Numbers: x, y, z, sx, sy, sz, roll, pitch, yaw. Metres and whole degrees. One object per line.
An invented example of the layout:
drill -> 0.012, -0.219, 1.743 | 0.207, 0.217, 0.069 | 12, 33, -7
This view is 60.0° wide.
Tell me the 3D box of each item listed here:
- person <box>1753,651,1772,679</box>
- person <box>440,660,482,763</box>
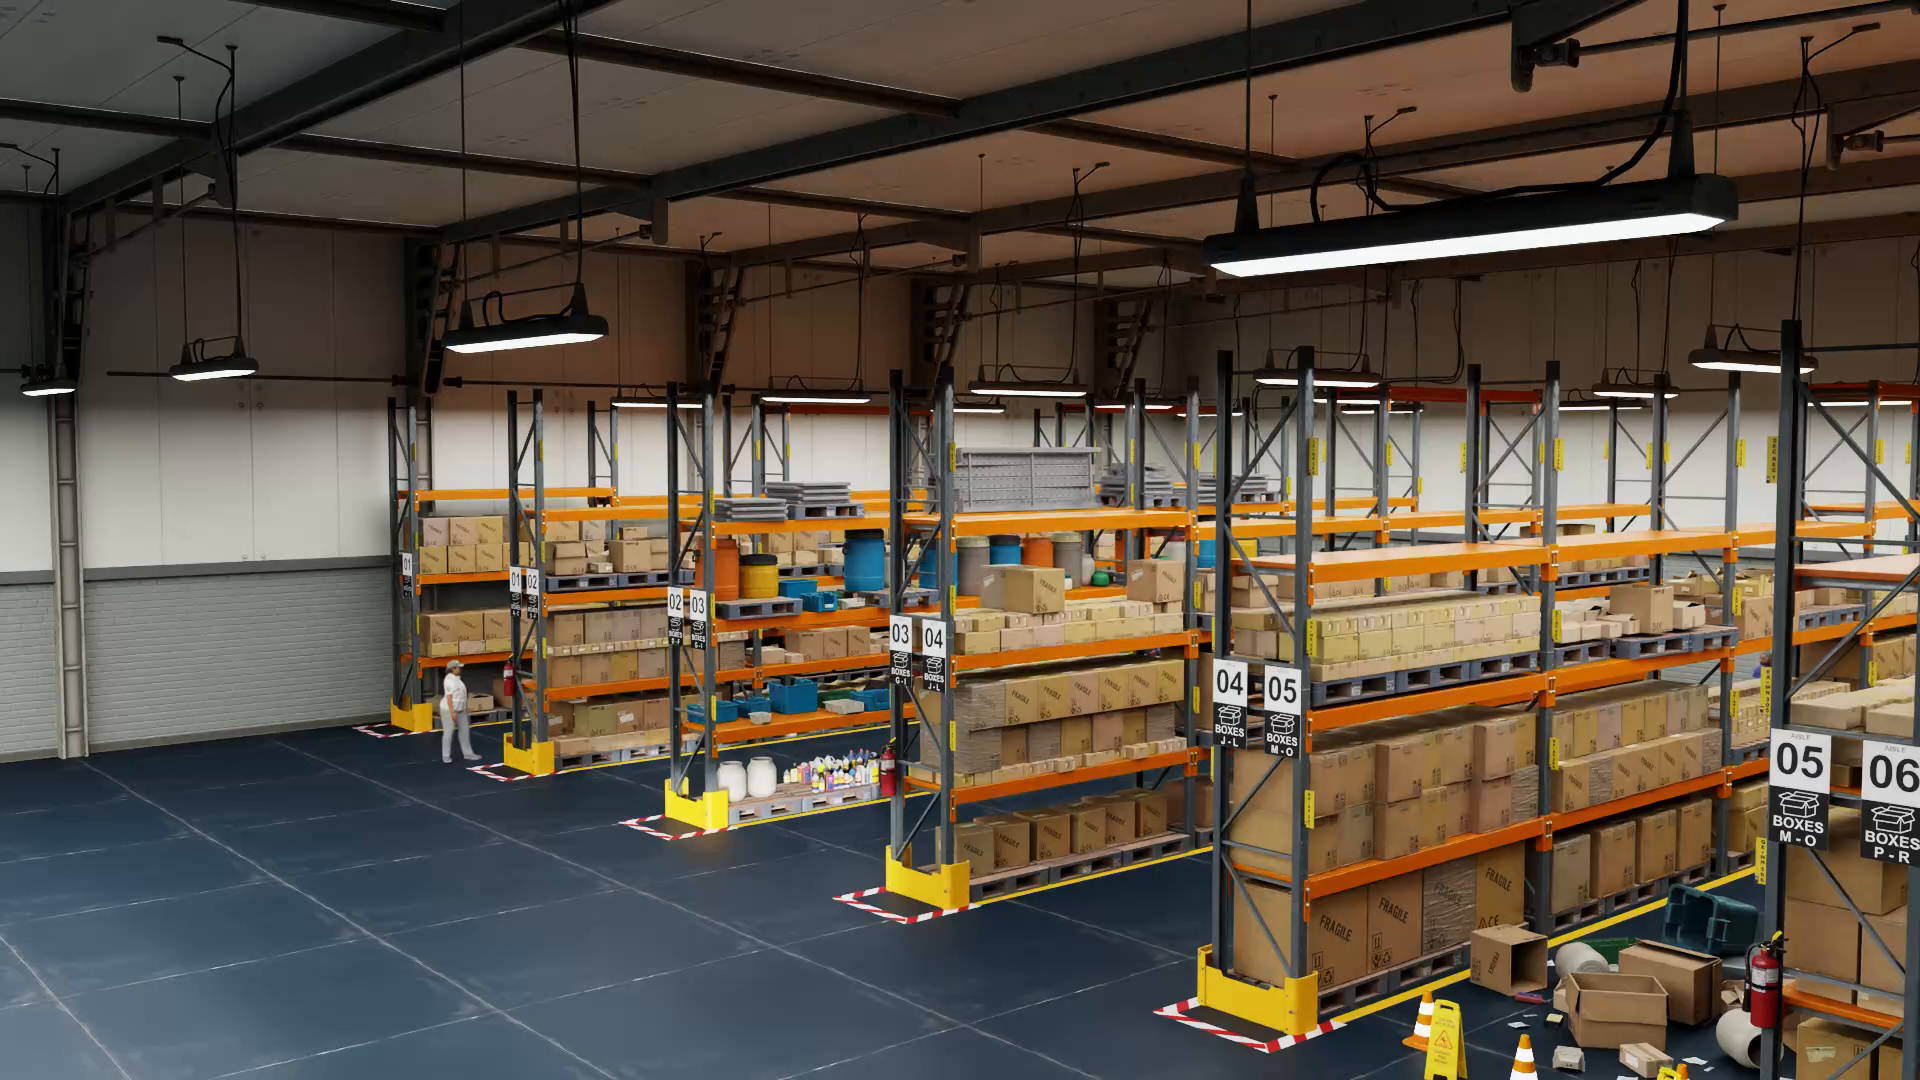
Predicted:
person -> 13.705, 2.713, 28.017 | 0.668, 1.673, 0.330 | 3, 4, 38
person -> -8.144, 2.769, 26.994 | 0.551, 1.660, 0.543 | 1, 3, 16
